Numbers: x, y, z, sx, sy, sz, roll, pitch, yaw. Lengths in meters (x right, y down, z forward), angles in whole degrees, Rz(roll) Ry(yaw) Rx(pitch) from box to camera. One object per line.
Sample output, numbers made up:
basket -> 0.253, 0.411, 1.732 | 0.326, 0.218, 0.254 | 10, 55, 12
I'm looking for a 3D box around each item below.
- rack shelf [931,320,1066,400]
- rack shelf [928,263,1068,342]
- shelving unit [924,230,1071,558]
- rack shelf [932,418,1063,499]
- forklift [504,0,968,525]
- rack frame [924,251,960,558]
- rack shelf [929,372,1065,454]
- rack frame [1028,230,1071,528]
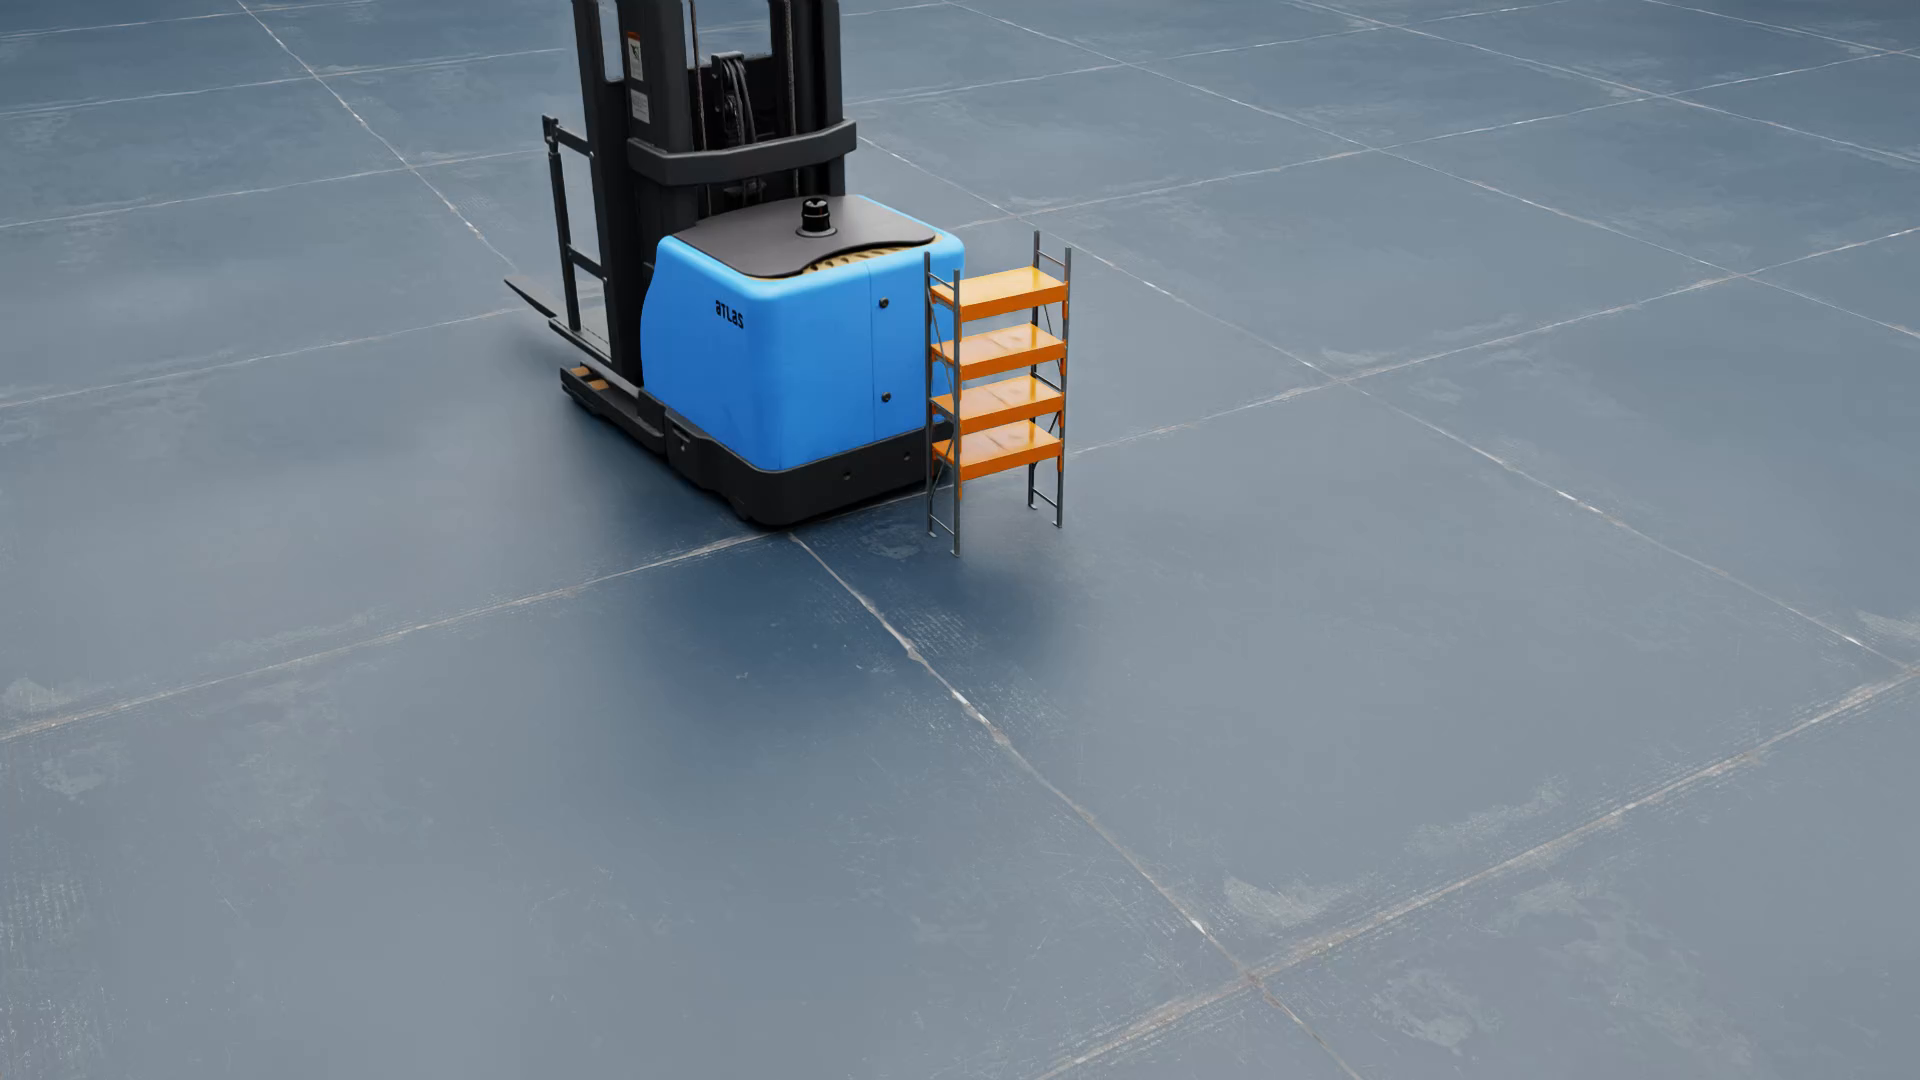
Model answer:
rack shelf -> 0.143, -0.703, 6.458 | 0.480, 0.148, 0.258 | -16, 33, -26
rack shelf -> 0.143, -0.910, 6.344 | 0.480, 0.148, 0.258 | -16, 33, -26
shelving unit -> 0.143, -0.566, 6.534 | 0.503, 1.200, 0.258 | -16, 33, -26
rack shelf -> 0.143, -0.333, 6.662 | 0.480, 0.148, 0.258 | -16, 33, -26
forklift -> -1.248, -1.996, 7.333 | 1.130, 2.935, 3.031 | -20, 35, -32
rack frame -> -0.068, -0.506, 6.425 | 0.015, 1.200, 0.240 | -16, 33, -26
rack shelf -> 0.143, -0.507, 6.566 | 0.480, 0.148, 0.258 | -16, 33, -26
rack frame -> 0.353, -0.626, 6.642 | 0.015, 1.200, 0.240 | -16, 33, -26
